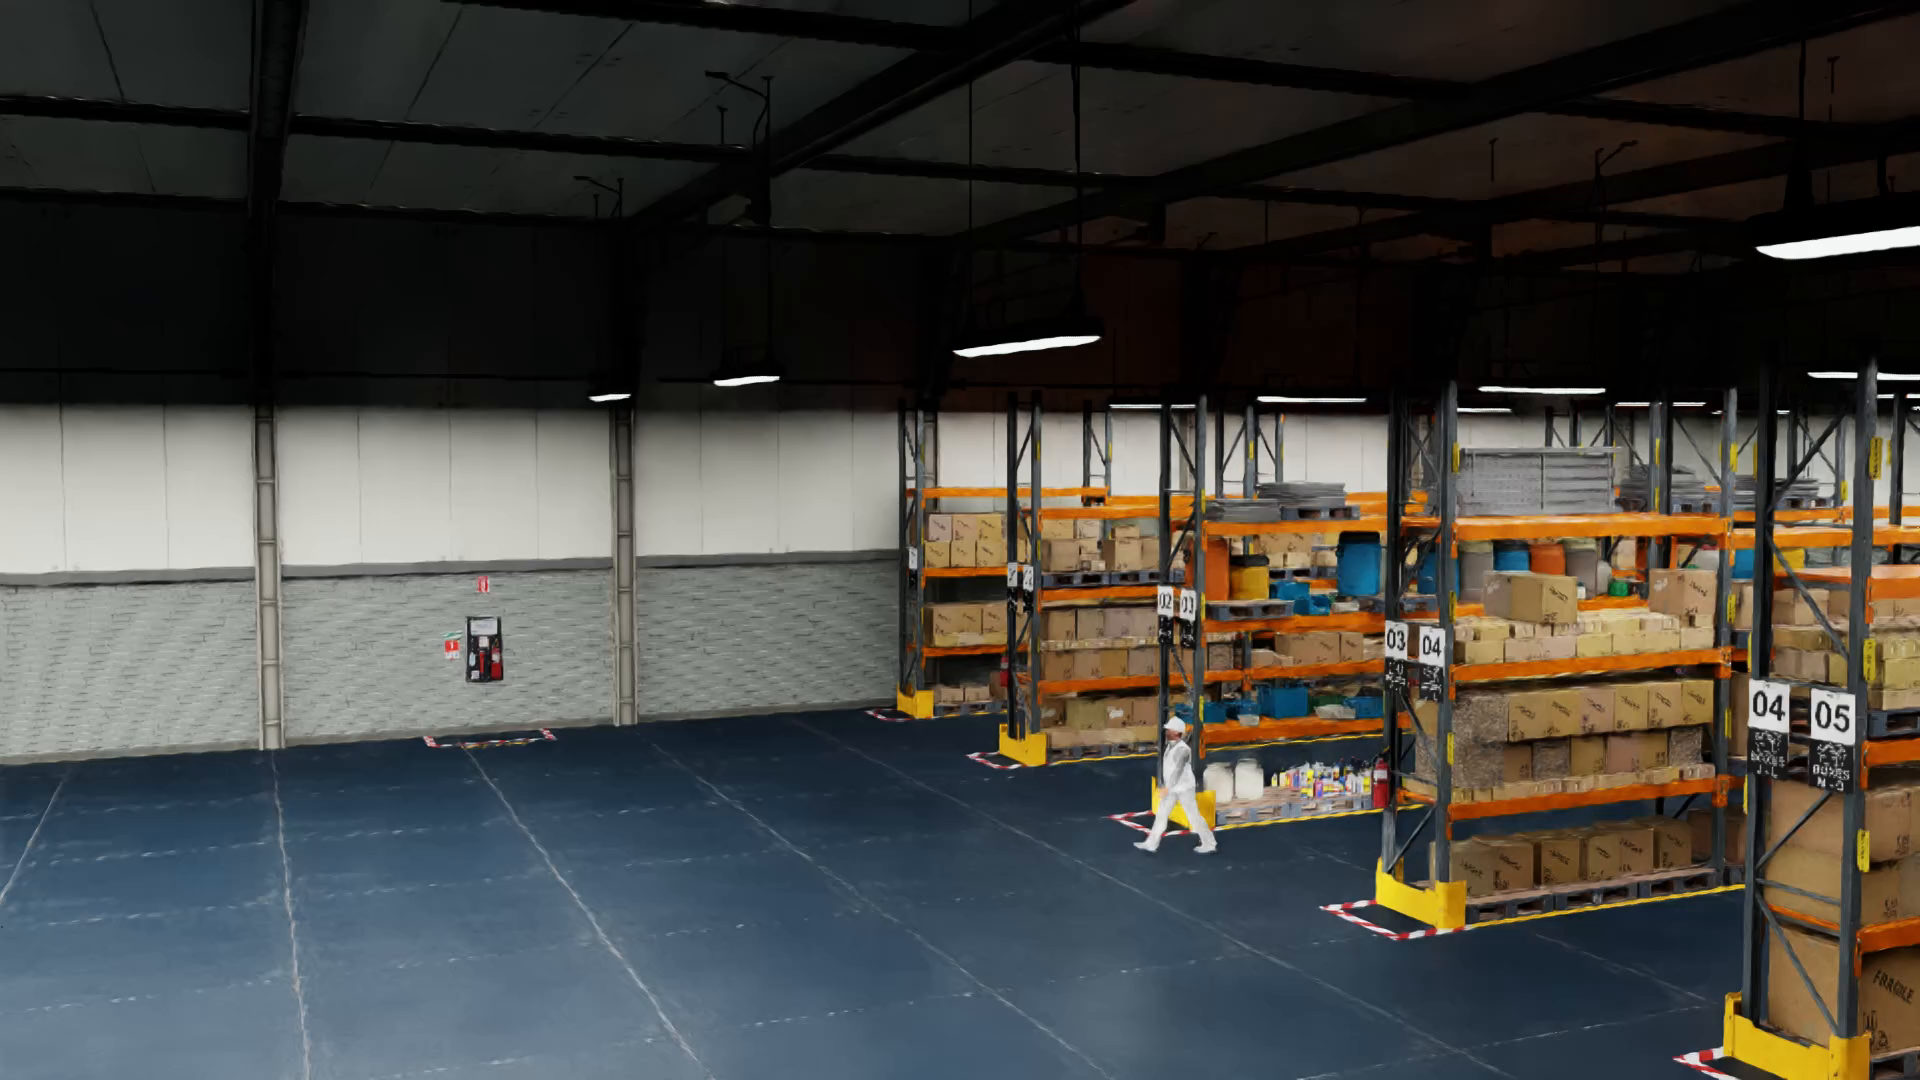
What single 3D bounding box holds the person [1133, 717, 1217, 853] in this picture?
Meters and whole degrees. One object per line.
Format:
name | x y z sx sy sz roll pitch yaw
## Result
person | 2.717 3.076 20.847 1.031 1.715 0.539 -1 3 -14
